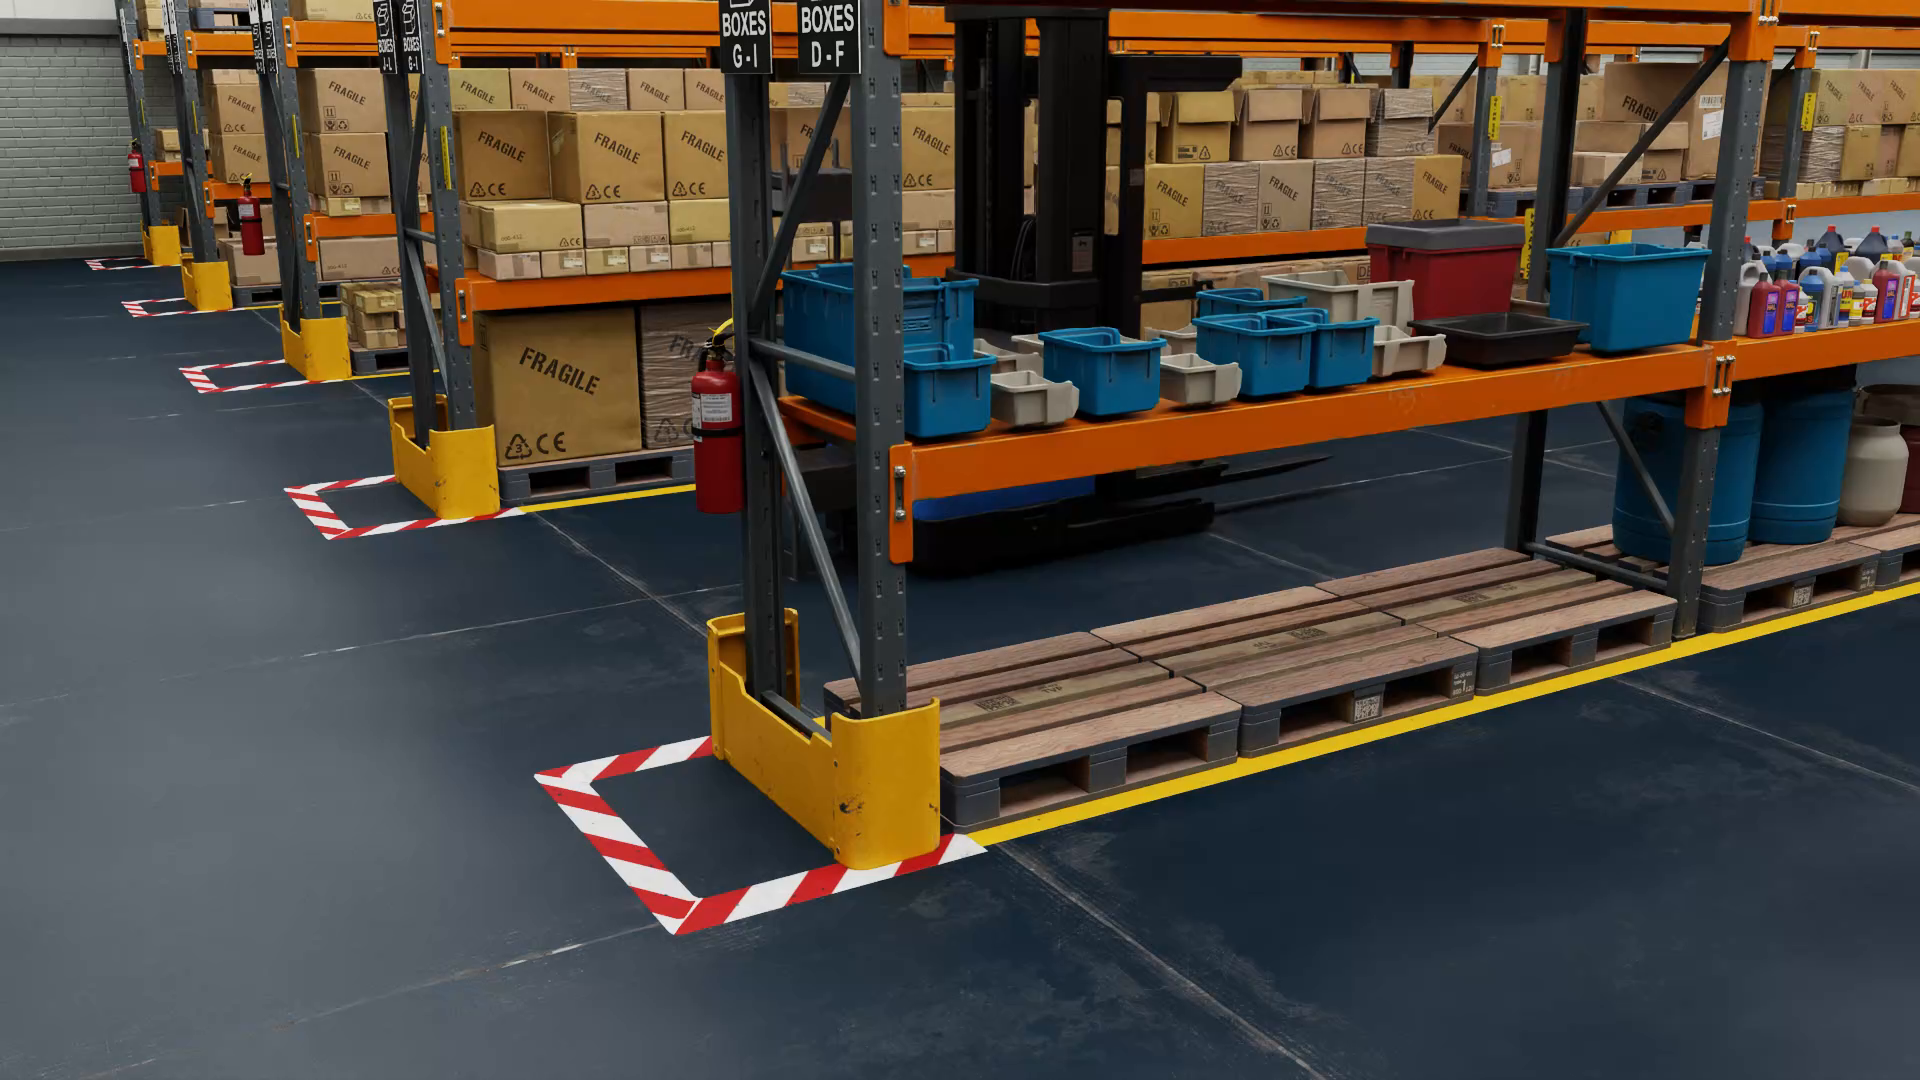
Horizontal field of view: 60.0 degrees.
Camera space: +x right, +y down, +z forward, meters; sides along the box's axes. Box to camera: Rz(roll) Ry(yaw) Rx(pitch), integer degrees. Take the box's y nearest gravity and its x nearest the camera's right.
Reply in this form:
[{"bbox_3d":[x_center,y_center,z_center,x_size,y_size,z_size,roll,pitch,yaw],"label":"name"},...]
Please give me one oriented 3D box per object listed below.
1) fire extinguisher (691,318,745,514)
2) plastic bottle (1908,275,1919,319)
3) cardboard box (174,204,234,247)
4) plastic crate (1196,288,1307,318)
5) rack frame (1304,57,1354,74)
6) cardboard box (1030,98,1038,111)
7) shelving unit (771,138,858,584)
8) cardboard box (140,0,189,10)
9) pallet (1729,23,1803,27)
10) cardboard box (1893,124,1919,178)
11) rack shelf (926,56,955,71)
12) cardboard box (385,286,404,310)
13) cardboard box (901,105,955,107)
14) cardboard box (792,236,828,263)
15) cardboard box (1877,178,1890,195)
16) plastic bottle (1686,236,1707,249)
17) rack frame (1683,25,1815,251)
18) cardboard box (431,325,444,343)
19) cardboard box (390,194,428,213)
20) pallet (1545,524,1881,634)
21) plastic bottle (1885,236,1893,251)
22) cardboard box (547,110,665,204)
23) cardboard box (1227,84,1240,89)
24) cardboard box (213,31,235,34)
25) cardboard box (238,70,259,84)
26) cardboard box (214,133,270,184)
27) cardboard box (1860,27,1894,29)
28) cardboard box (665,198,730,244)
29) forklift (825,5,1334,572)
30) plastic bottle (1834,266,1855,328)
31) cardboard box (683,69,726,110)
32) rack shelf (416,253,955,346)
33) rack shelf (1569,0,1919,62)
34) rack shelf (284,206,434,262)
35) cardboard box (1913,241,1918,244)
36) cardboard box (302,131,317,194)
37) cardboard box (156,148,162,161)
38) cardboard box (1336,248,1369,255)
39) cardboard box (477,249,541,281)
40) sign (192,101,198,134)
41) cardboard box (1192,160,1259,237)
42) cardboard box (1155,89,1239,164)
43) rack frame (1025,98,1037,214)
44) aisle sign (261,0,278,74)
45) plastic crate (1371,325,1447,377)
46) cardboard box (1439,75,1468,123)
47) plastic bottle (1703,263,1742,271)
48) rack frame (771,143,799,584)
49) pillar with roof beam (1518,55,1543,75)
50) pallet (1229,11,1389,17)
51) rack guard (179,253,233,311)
[{"bbox_3d":[-0.838,-0.434,5.736,0.183,0.674,0.296,-9,18,-30],"label":"fire extinguisher"},{"bbox_3d":[4.454,-1.142,7.794,0.097,0.201,0.097,0,16,0],"label":"plastic bottle"},{"bbox_3d":[-10.115,-4.217,22.243,0.637,0.503,0.797,-10,19,-32],"label":"cardboard box"},{"bbox_3d":[1.154,-0.860,6.619,0.300,0.233,0.416,-9,18,-30],"label":"plastic crate"},{"bbox_3d":[5.586,-6.230,25.577,0.127,3.000,1.000,-9,18,-30],"label":"rack frame"},{"bbox_3d":[1.010,-5.810,22.566,0.500,0.500,0.500,-9,18,-28],"label":"cardboard box"},{"bbox_3d":[-0.706,-0.878,8.153,0.503,2.100,0.431,-11,19,-33],"label":"shelving unit"},{"bbox_3d":[-10.179,-6.913,21.258,0.500,0.250,0.500,-9,18,-30],"label":"cardboard box"},{"bbox_3d":[6.677,-4.674,14.816,1.003,0.211,1.213,-9,18,-30],"label":"pallet"},{"bbox_3d":[8.952,-3.835,16.296,0.500,0.500,0.875,-9,18,-30],"label":"cardboard box"},{"bbox_3d":[1.312,-8.198,28.372,4.000,0.370,1.077,-9,18,-30],"label":"rack shelf"},{"bbox_3d":[-4.695,-2.051,14.070,0.250,0.149,0.380,-9,18,-29],"label":"cardboard box"},{"bbox_3d":[-0.139,-2.694,11.299,0.500,0.500,0.500,-9,18,-30],"label":"cardboard box"},{"bbox_3d":[-1.009,-1.816,10.296,0.250,0.149,0.380,-9,18,-29],"label":"cardboard box"},{"bbox_3d":[8.659,-3.400,15.946,0.250,0.149,0.380,-9,18,-30],"label":"cardboard box"},{"bbox_3d":[3.574,-1.303,8.091,0.185,0.351,0.144,-9,18,-30],"label":"plastic bottle"},{"bbox_3d":[7.261,-3.381,15.414,0.127,3.000,1.000,-9,18,-30],"label":"rack frame"},{"bbox_3d":[-4.488,-1.794,14.257,0.250,0.149,0.380,-9,18,-29],"label":"cardboard box"},{"bbox_3d":[-4.592,-2.793,13.780,0.250,0.149,0.380,-10,18,-31],"label":"cardboard box"},{"bbox_3d":[3.637,0.122,8.083,1.213,0.211,1.003,-9,18,-30],"label":"pallet"},{"bbox_3d":[4.940,-1.493,8.918,0.097,0.271,0.097,0,16,0],"label":"plastic bottle"},{"bbox_3d":[-2.046,-2.219,9.605,0.500,0.500,0.500,-10,18,-31],"label":"cardboard box"},{"bbox_3d":[2.626,-4.719,18.148,0.500,0.500,0.700,-10,18,-31],"label":"cardboard box"},{"bbox_3d":[-9.589,-6.553,21.636,0.250,0.149,0.380,-9,18,-29],"label":"cardboard box"},{"bbox_3d":[-7.494,-4.886,17.543,0.250,0.149,0.380,-9,18,-28],"label":"cardboard box"},{"bbox_3d":[-7.570,-4.054,17.630,0.500,0.500,0.500,-9,18,-30],"label":"cardboard box"},{"bbox_3d":[8.229,-4.831,15.307,0.500,0.250,0.500,-9,18,-30],"label":"cardboard box"},{"bbox_3d":[-1.600,-1.931,9.968,0.500,0.250,0.500,-10,18,-32],"label":"cardboard box"},{"bbox_3d":[0.783,-1.539,8.970,3.031,2.935,1.130,-11,19,-33],"label":"forklift"},{"bbox_3d":[3.974,-1.098,7.507,0.097,0.271,0.097,0,16,0],"label":"plastic bottle"},{"bbox_3d":[-2.328,-3.975,14.945,0.500,0.500,0.500,-10,18,-32],"label":"cardboard box"},{"bbox_3d":[-1.311,-1.644,10.552,4.000,0.370,1.077,-9,18,-30],"label":"rack shelf"},{"bbox_3d":[4.669,-2.499,8.042,4.000,0.370,1.077,-9,18,-30],"label":"rack shelf"},{"bbox_3d":[-3.779,-2.806,14.696,4.000,0.370,1.077,-9,18,-30],"label":"rack shelf"},{"bbox_3d":[10.146,-2.853,17.382,0.500,0.500,0.500,-6,17,-19],"label":"cardboard box"},{"bbox_3d":[-5.240,-3.188,13.988,0.500,0.500,0.500,-9,18,-29],"label":"cardboard box"},{"bbox_3d":[-10.543,-5.141,22.157,0.250,0.149,0.380,-9,18,-30],"label":"cardboard box"},{"bbox_3d":[3.230,-1.913,13.335,0.875,0.875,1.225,-10,19,-32],"label":"cardboard box"},{"bbox_3d":[-2.551,-1.565,9.400,0.250,0.149,0.380,-9,18,-29],"label":"cardboard box"},{"bbox_3d":[-7.848,-4.331,17.054,0.005,0.325,0.100,-9,18,-30],"label":"sign"},{"bbox_3d":[1.786,-2.463,11.953,0.500,0.500,0.500,-10,18,-31],"label":"cardboard box"},{"bbox_3d":[1.541,-2.983,11.952,0.637,0.503,0.797,-9,18,-29],"label":"cardboard box"},{"bbox_3d":[0.403,-2.269,11.446,0.127,3.000,1.000,-9,18,-30],"label":"rack frame"},{"bbox_3d":[-5.401,-4.047,12.972,0.004,0.787,0.394,-9,18,-30],"label":"aisle sign"},{"bbox_3d":[1.616,-0.713,6.274,0.466,0.136,0.293,-9,18,-30],"label":"plastic crate"},{"bbox_3d":[5.539,-5.281,19.915,0.550,0.550,0.875,-9,18,-30],"label":"cardboard box"},{"bbox_3d":[3.648,-1.269,7.972,0.185,0.351,0.144,-9,18,-30],"label":"plastic bottle"},{"bbox_3d":[-0.908,-0.841,8.020,0.015,2.100,0.400,-11,19,-33],"label":"rack frame"},{"bbox_3d":[14.469,-11.050,31.658,0.400,9.000,9.100,-9,18,-30],"label":"pillar with roof beam"},{"bbox_3d":[2.350,-3.920,12.131,1.213,0.211,1.003,-8,18,-27],"label":"pallet"},{"bbox_3d":[-8.150,-2.799,17.968,0.348,0.500,1.175,-9,18,-30],"label":"rack guard"}]
